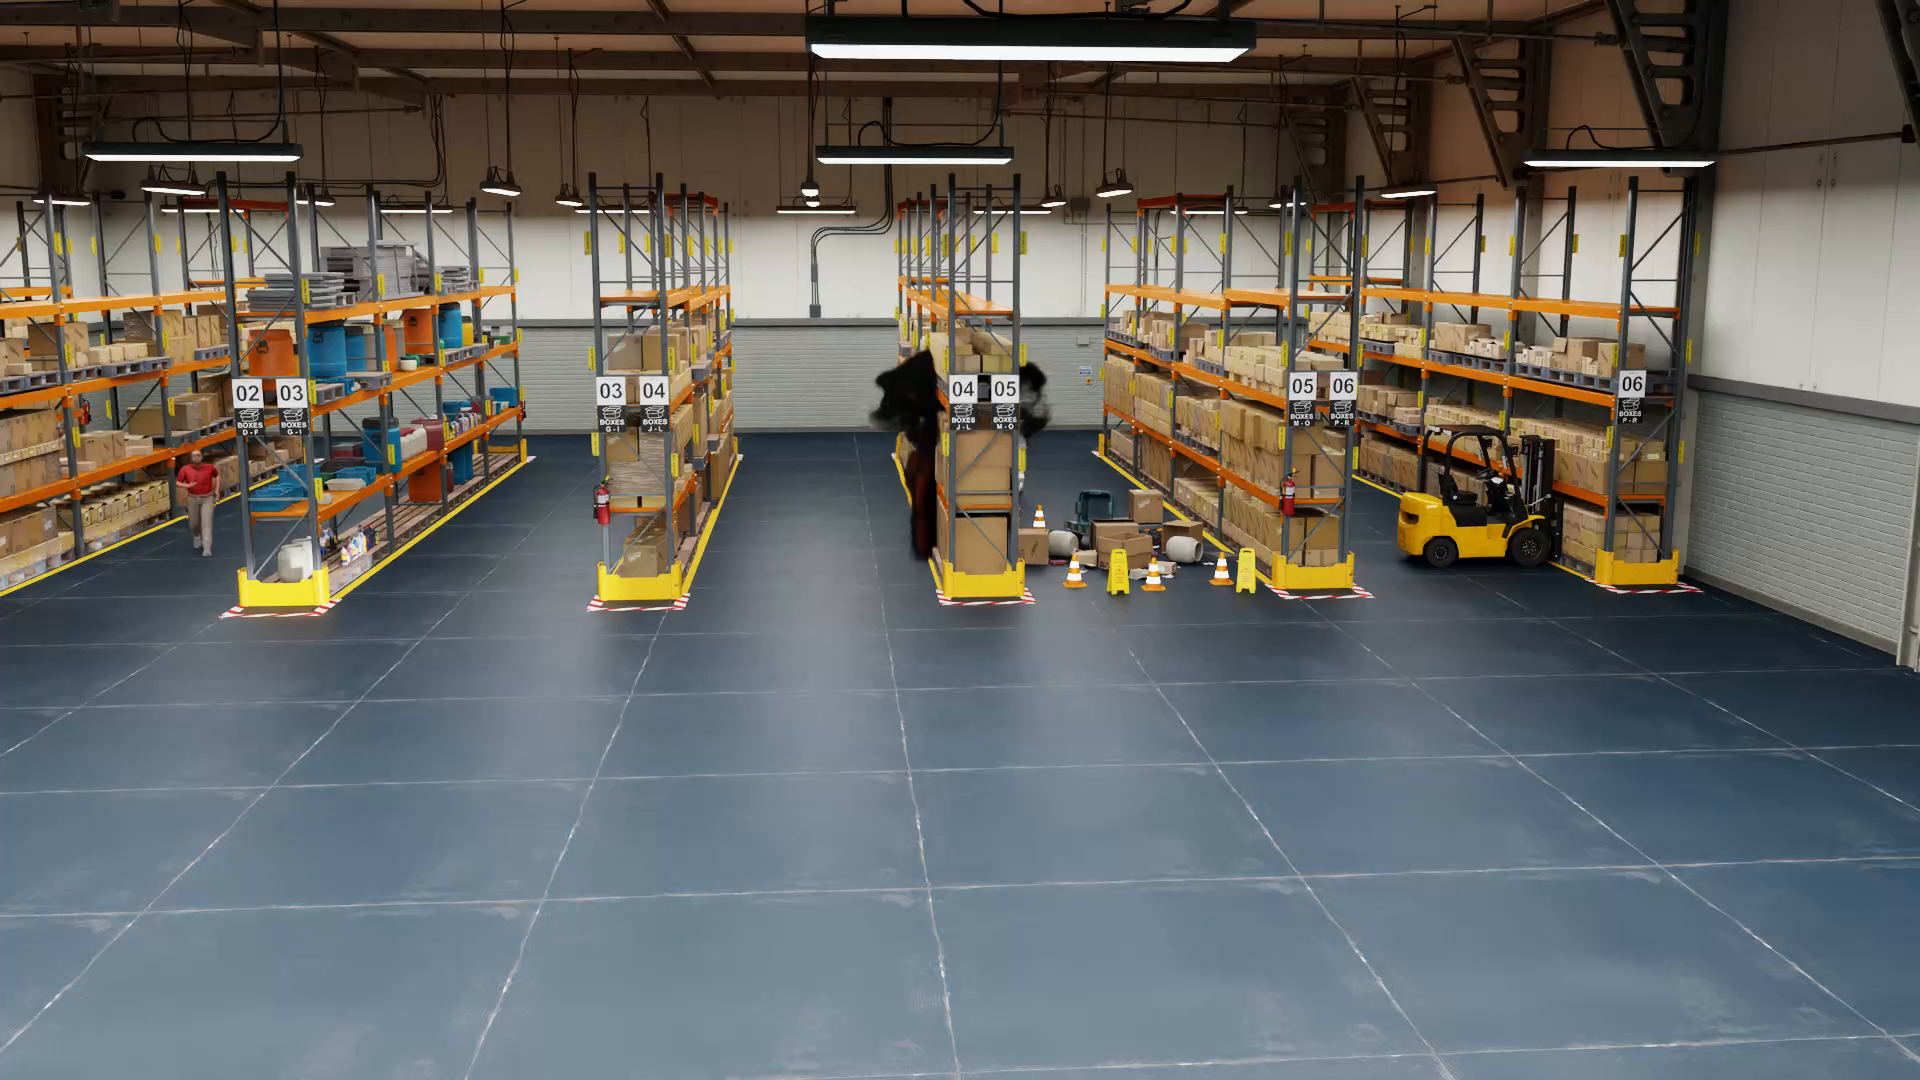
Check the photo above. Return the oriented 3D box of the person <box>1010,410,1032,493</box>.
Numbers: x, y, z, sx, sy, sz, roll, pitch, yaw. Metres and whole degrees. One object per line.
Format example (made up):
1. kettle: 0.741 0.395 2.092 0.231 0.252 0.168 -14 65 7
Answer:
1. person: 1.176 -1.806 33.843 0.617 1.851 0.775 -2 10 -11

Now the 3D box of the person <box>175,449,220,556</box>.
1. person: -12.472 -0.639 27.276 0.679 1.714 0.926 -5 11 -25

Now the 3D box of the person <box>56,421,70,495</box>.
1. person: -17.449 -1.499 32.480 0.632 1.657 0.621 0 10 0
